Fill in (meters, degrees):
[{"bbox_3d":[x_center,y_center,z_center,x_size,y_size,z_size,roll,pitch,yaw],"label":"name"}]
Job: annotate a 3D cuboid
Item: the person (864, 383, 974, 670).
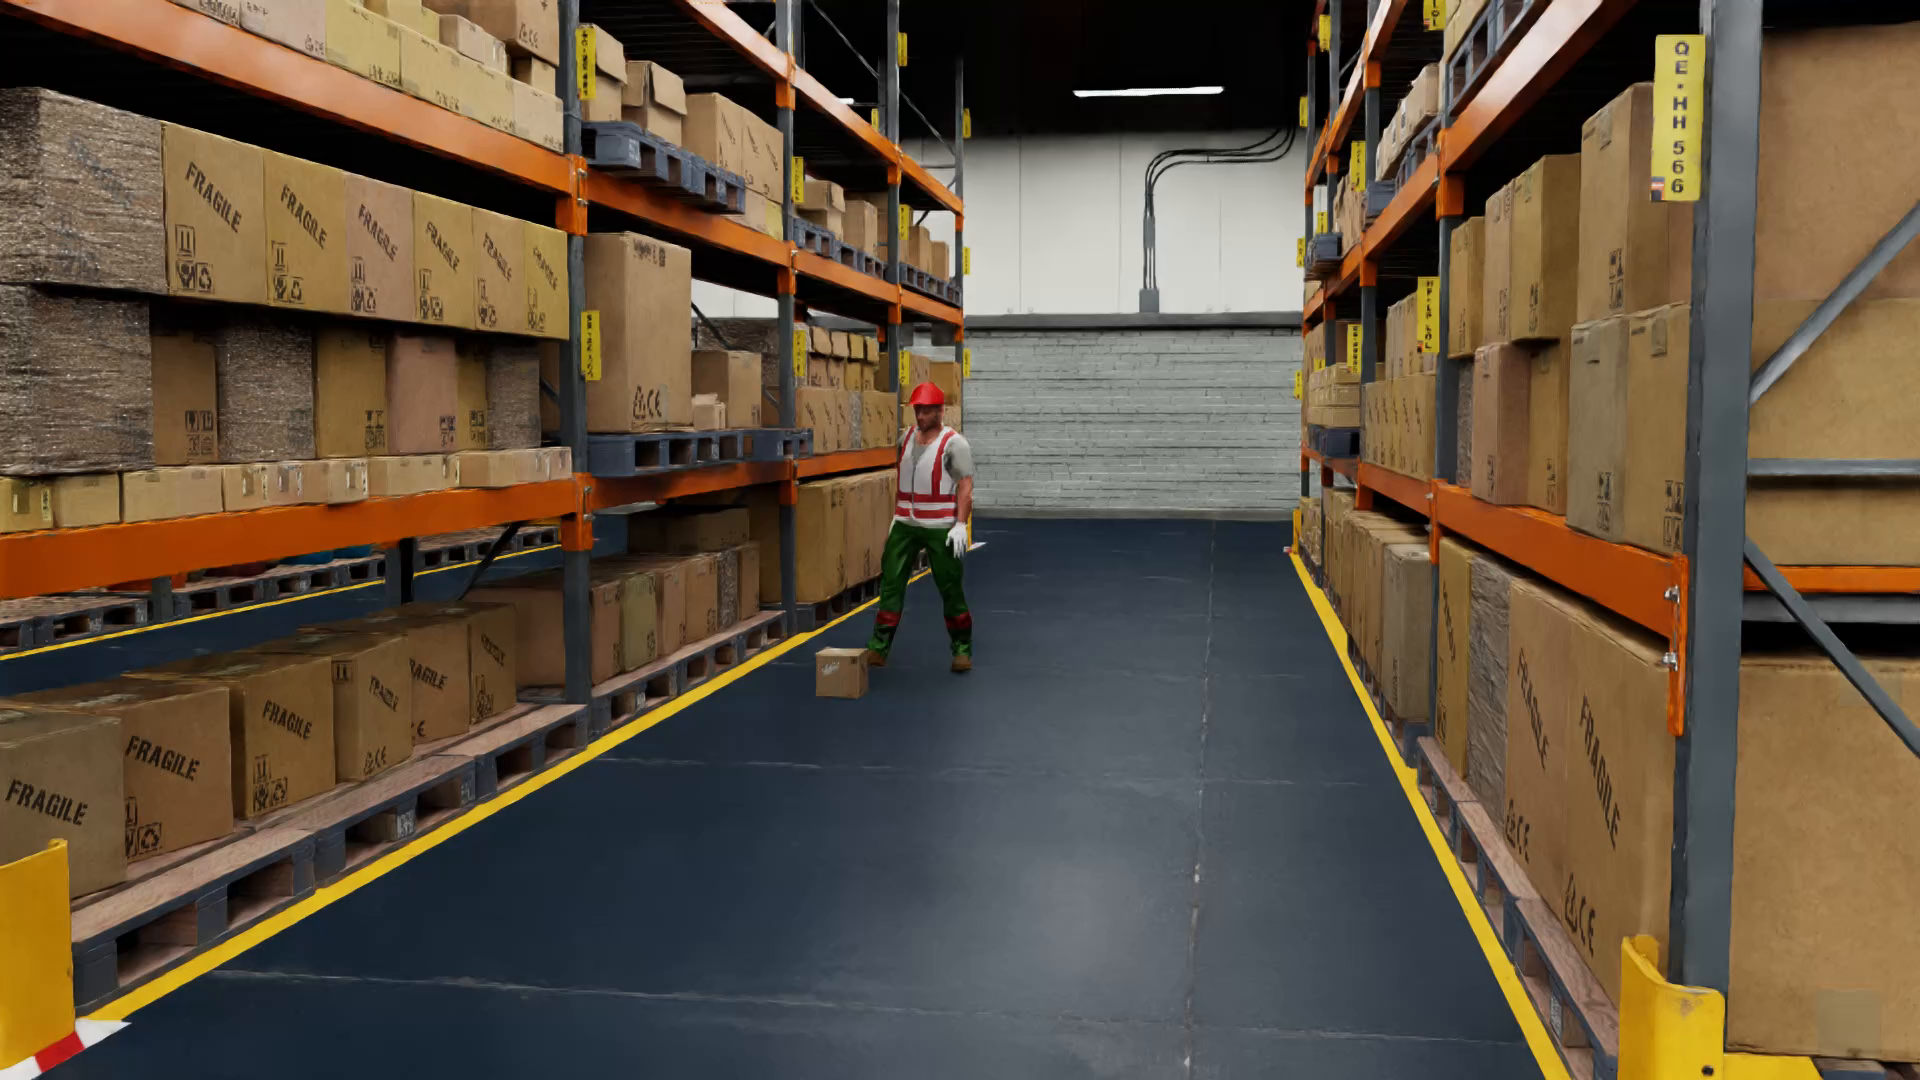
[{"bbox_3d":[-0.267,-0.080,10.241,0.715,1.769,0.631,3,5,34],"label":"person"}]
